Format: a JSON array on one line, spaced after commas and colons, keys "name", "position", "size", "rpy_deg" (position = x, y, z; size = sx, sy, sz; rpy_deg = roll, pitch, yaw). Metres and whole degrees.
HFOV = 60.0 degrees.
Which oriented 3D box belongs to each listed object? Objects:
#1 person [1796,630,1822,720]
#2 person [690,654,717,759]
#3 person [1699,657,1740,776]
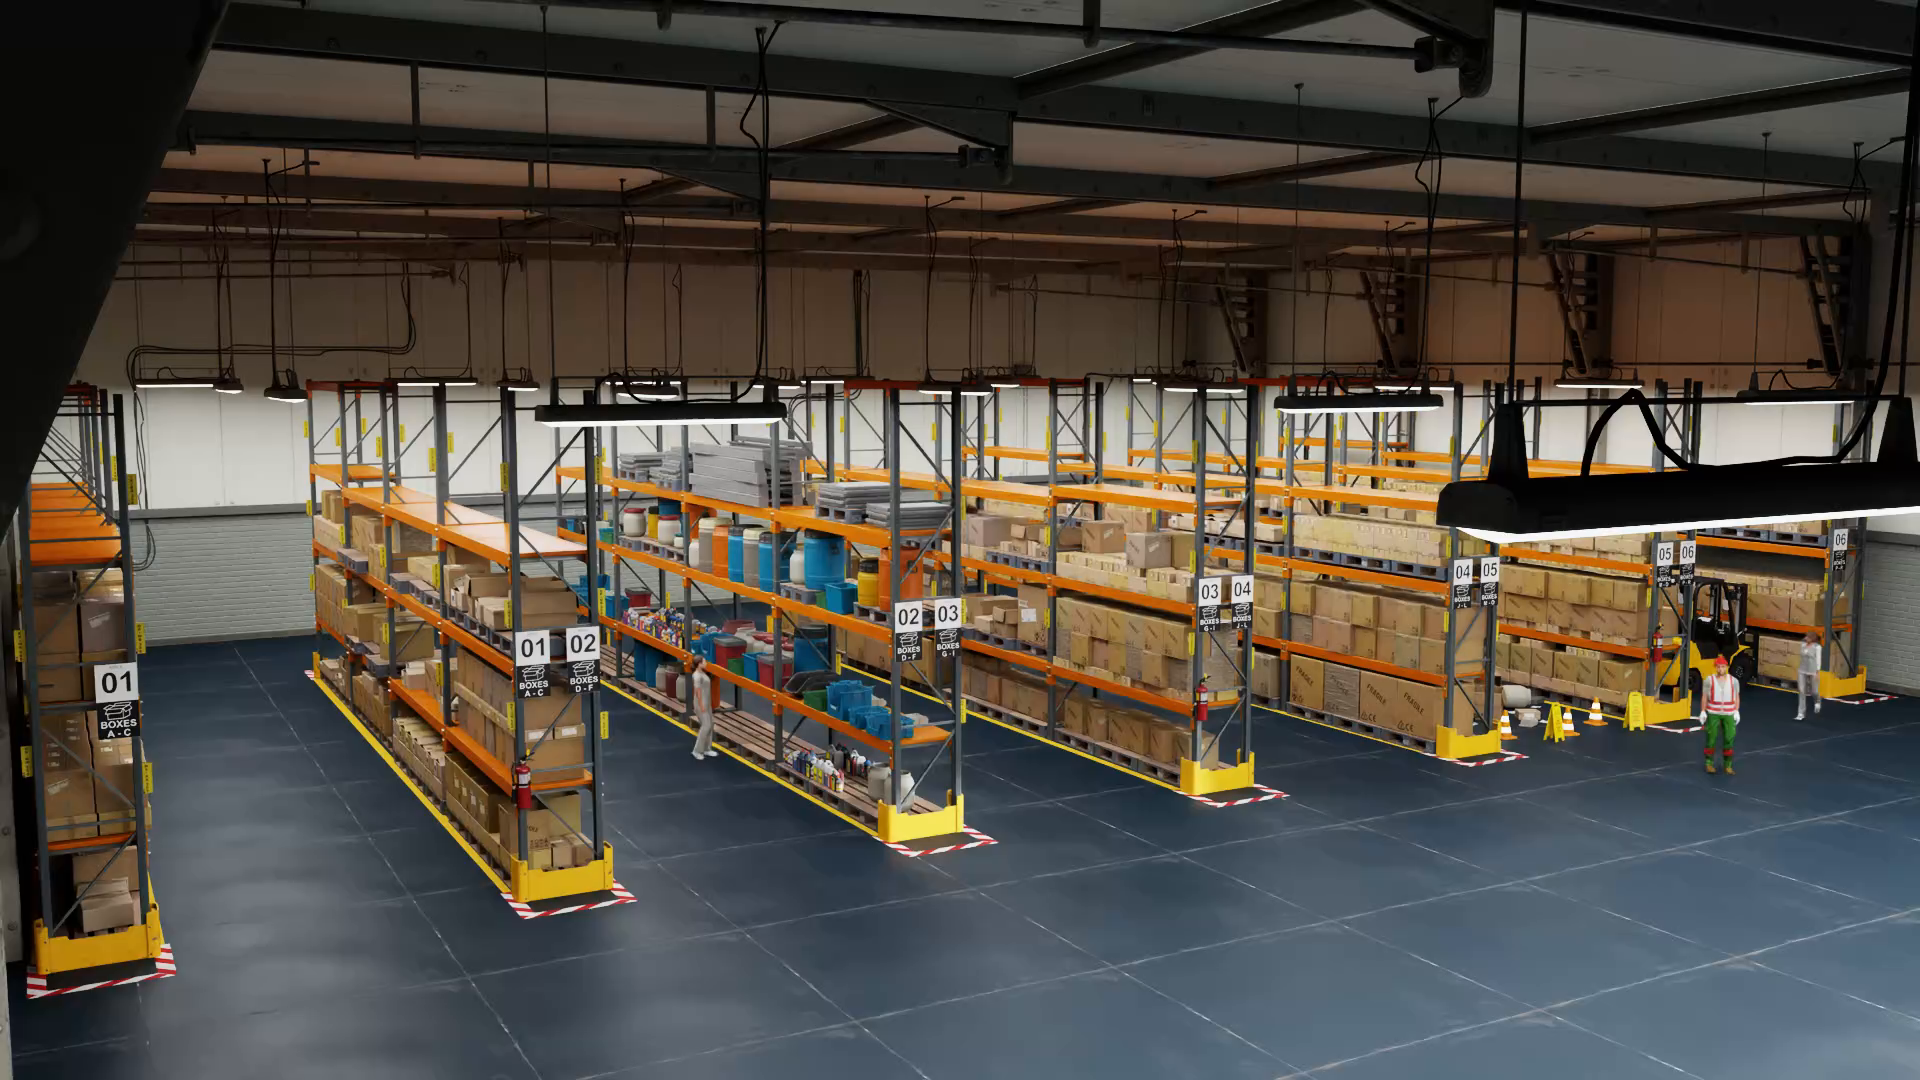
[{"name": "person", "position": [15.149, 2.386, 29.636], "size": [0.387, 1.589, 0.710], "rpy_deg": [5, 8, 40]}, {"name": "person", "position": [-4.133, 2.697, 26.824], "size": [0.425, 1.732, 0.515], "rpy_deg": [1, 6, 11]}, {"name": "person", "position": [11.754, 2.709, 25.725], "size": [0.589, 1.813, 0.372], "rpy_deg": [2, 6, 17]}]
